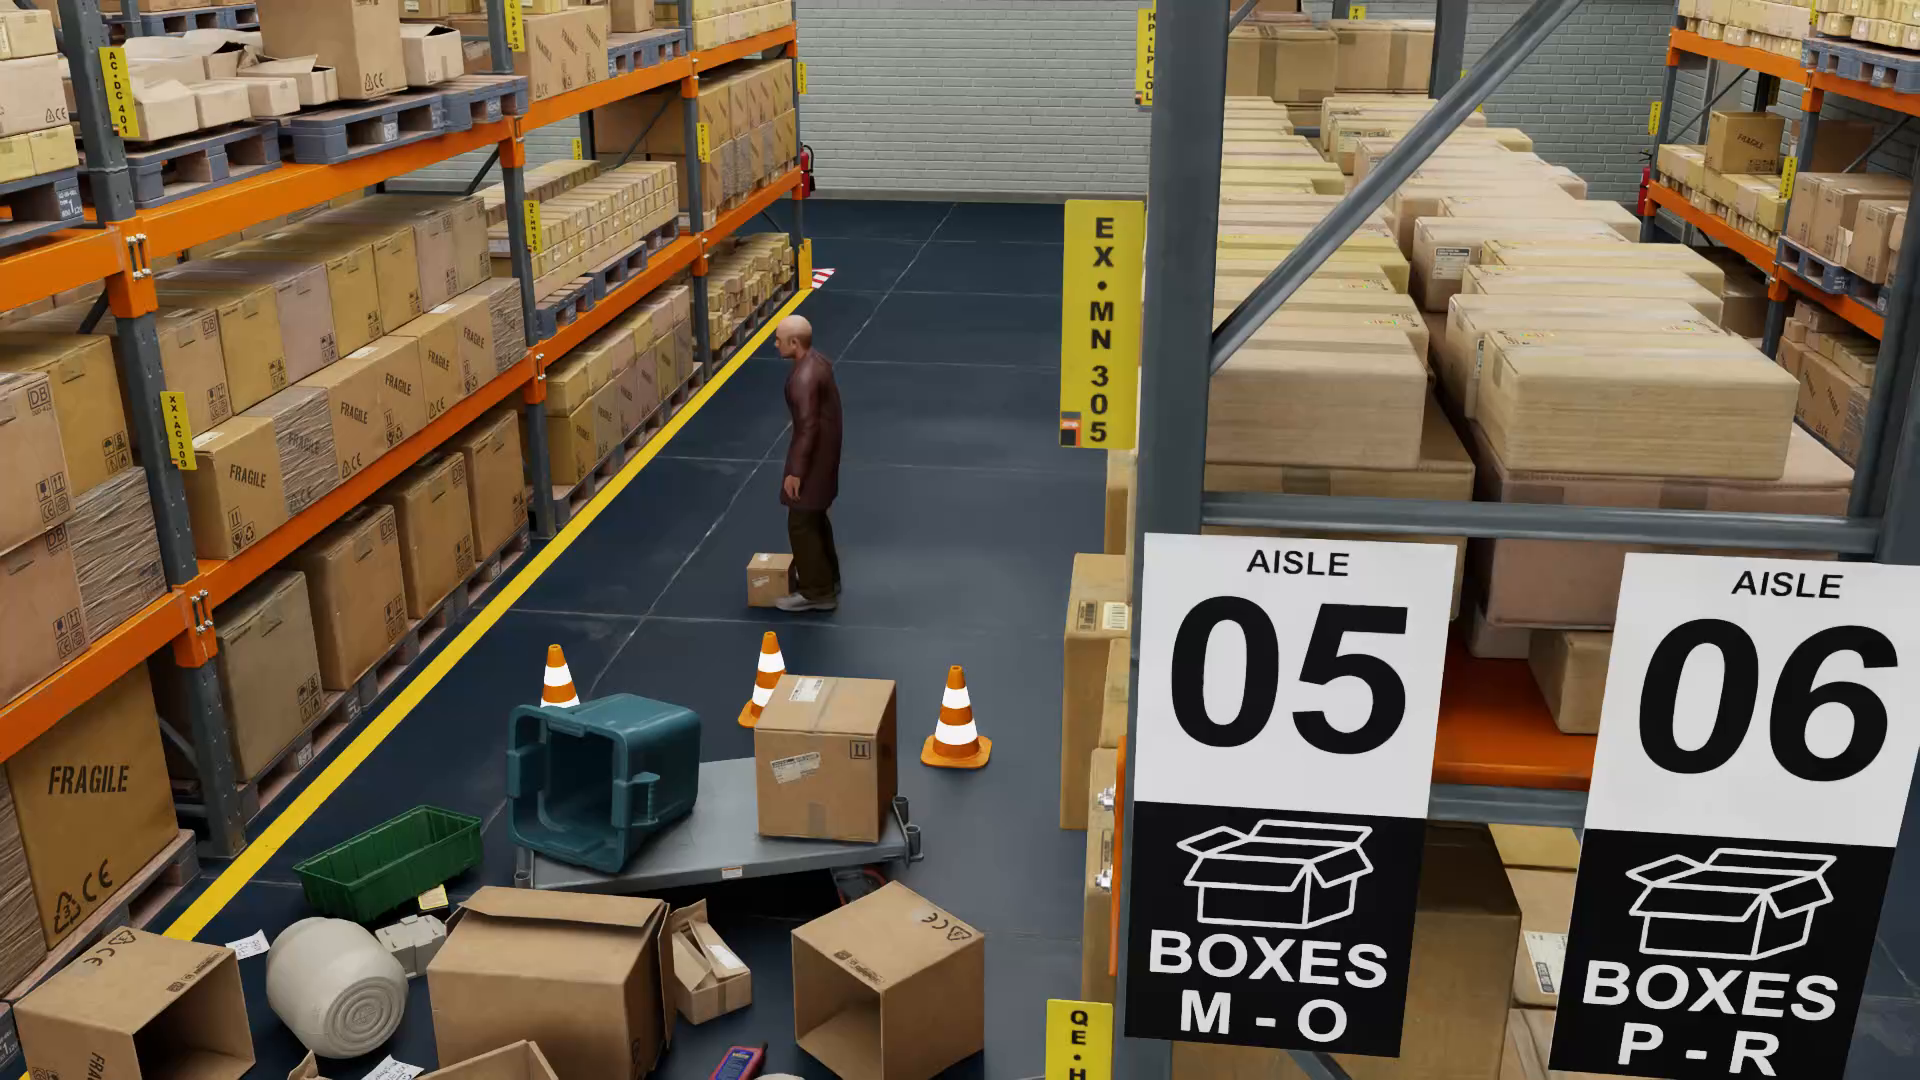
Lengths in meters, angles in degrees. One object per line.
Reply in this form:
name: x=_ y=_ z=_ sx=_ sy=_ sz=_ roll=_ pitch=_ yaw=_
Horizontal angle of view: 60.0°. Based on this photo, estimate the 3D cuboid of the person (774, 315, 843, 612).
person: x=-0.896 y=-0.455 z=9.796 sx=0.418 sy=1.774 sz=0.656 roll=2 pitch=21 yaw=4
